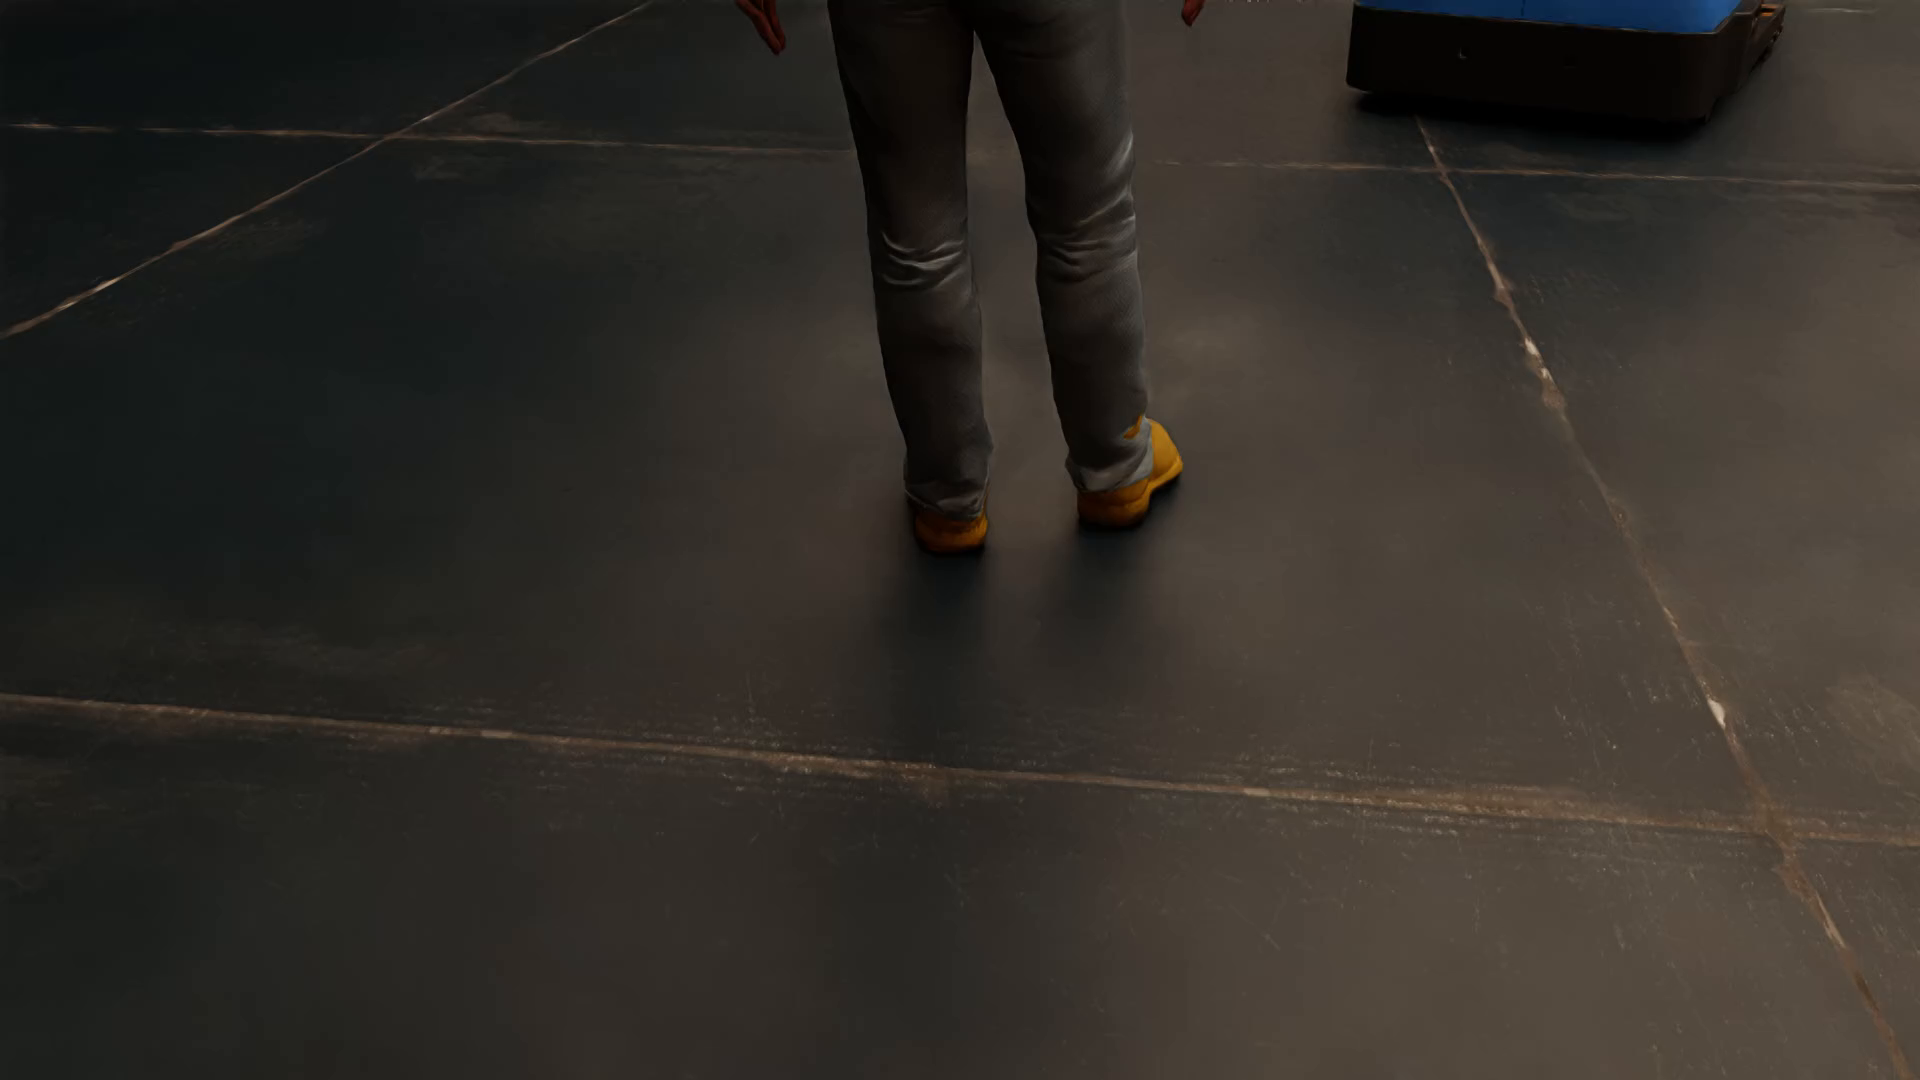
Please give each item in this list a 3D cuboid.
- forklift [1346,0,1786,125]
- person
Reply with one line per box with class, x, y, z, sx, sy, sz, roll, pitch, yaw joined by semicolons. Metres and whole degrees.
forklift;2.375;-3.126;5.482;1.130;2.935;3.031;14;30;26
person;0.015;-0.827;2.164;0.665;1.766;0.576;3;27;7
